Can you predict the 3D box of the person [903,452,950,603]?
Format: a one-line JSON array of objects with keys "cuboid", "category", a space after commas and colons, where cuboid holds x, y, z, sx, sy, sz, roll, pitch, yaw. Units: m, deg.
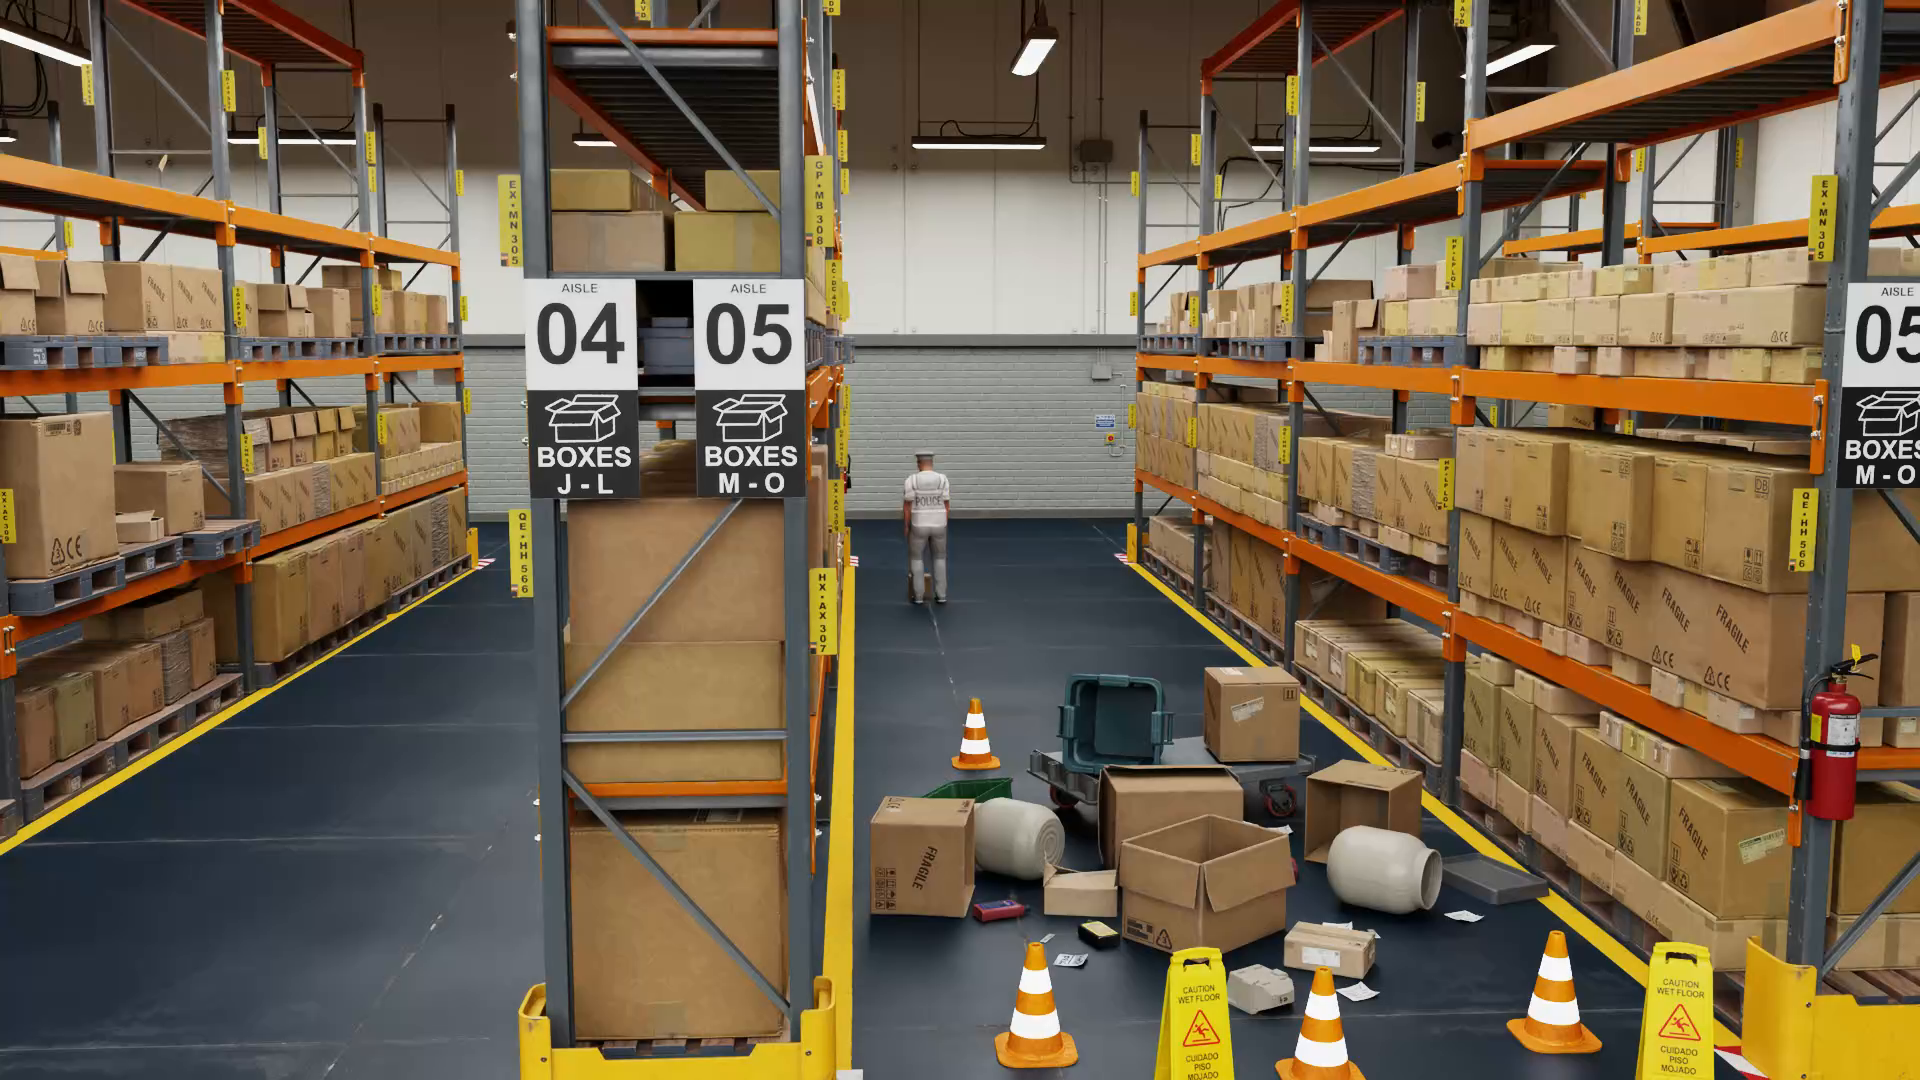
[{"cuboid": [-0.389, -0.140, 18.981, 0.532, 1.737, 0.390, -1, 7, -11], "category": "person"}]
